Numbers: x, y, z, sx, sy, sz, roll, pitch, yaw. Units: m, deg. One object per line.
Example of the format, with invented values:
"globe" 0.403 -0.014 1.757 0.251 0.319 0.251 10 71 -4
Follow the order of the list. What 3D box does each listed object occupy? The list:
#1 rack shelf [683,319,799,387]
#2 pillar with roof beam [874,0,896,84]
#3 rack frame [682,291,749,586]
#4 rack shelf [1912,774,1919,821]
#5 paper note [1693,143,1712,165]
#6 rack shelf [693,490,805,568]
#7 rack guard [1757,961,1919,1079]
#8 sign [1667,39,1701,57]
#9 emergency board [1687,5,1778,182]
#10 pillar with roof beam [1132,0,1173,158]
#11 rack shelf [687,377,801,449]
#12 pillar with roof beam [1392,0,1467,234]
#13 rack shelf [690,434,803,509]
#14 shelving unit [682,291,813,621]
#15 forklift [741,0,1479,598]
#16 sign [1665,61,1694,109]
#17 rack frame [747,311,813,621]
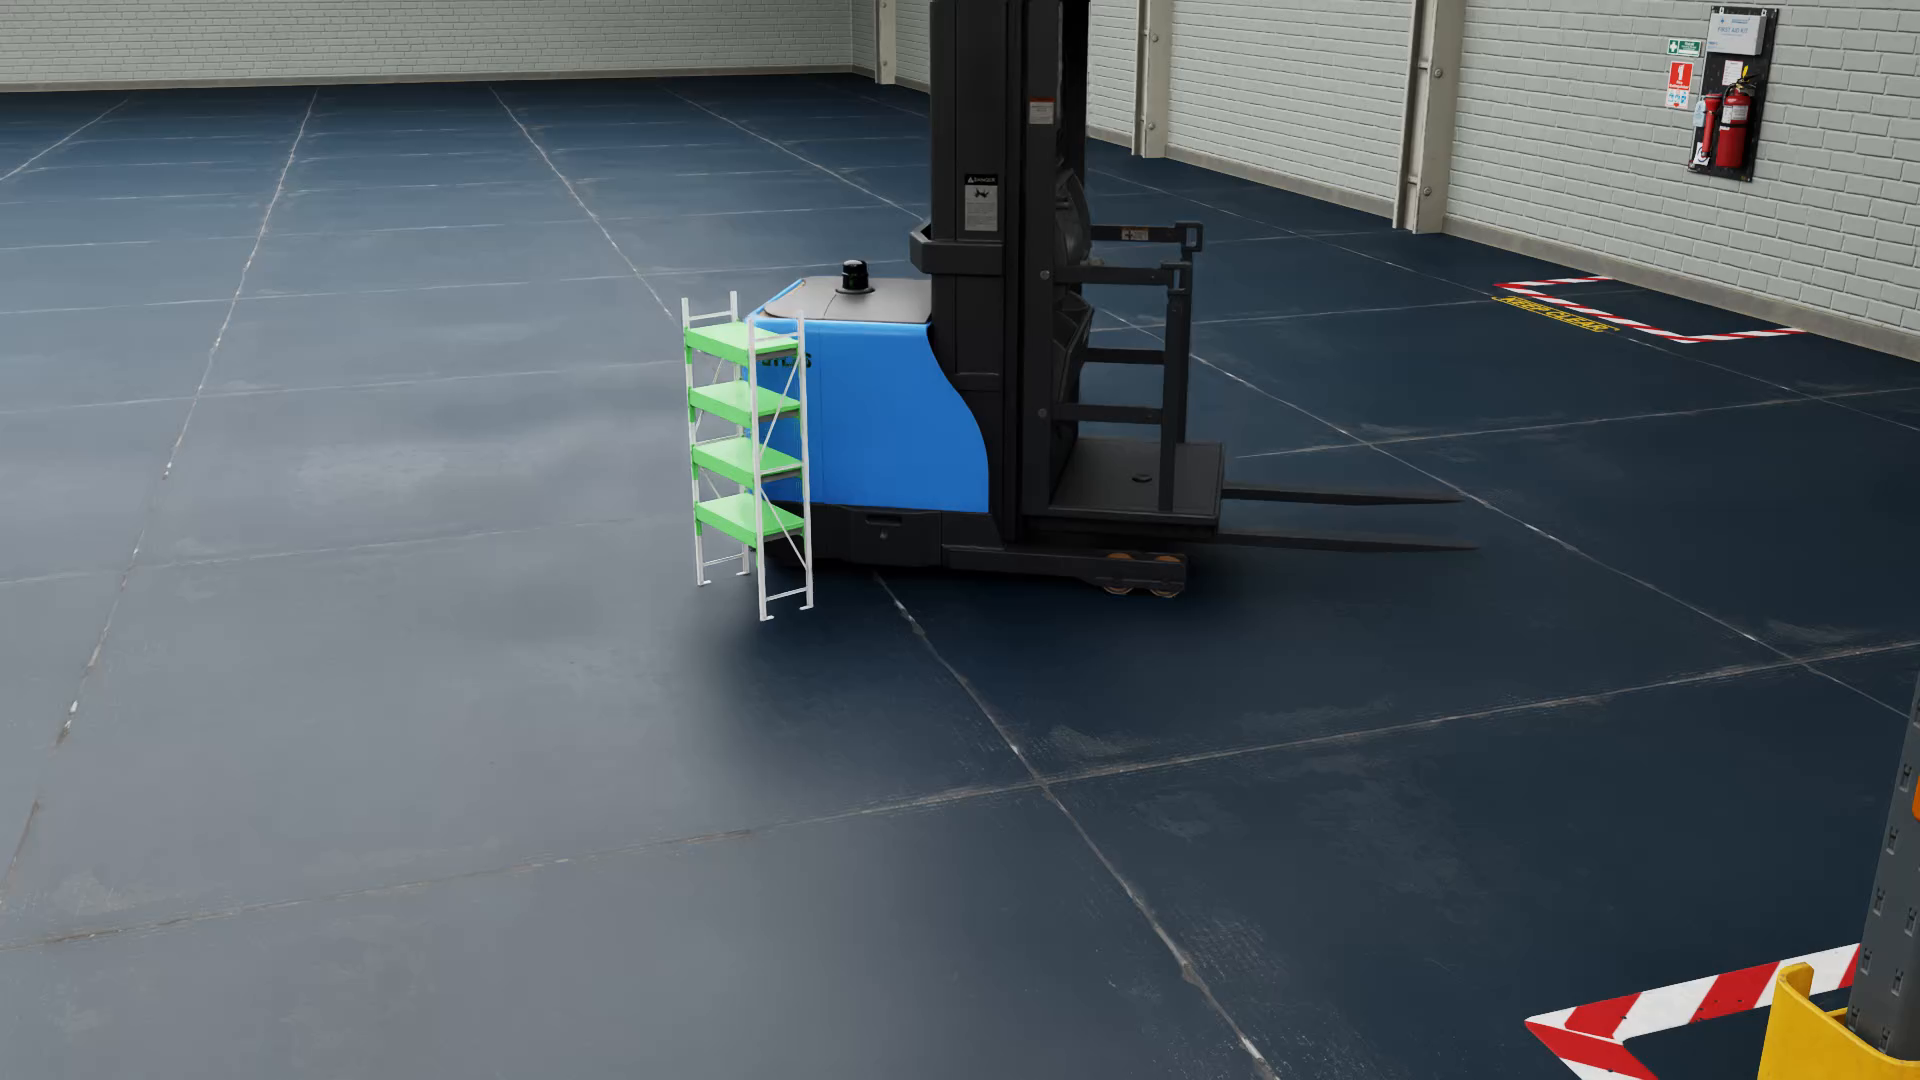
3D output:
"rack shelf" -0.838 -0.729 6.440 0.258 0.148 0.480 -15 25 -36
"pillar with roof beam" -5.492 -12.434 28.721 9.100 9.000 0.400 -6 21 -17
"rack frame" -0.989 -0.402 6.762 0.240 1.200 0.015 -15 25 -36
"rack shelf" 2.910 0.935 1.441 1.077 0.370 4.000 -6 21 -17
"paper note" 5.408 -2.813 12.113 0.016 0.148 0.142 -6 21 -17
"rack shelf" -0.838 -0.051 6.684 0.258 0.148 0.480 -15 25 -36
"rack guard" 2.274 1.123 3.551 1.175 0.500 0.348 -6 21 -17
"sign" 5.315 -3.615 12.208 0.001 0.109 0.331 -6 21 -17
"emergency board" 5.398 -3.163 11.786 0.194 1.169 0.643 -6 21 -17
"pillar with roof beam" -1.720 -8.583 18.000 9.100 9.000 0.400 -6 21 -17
"rack shelf" -0.838 -0.503 6.522 0.258 0.148 0.480 -15 25 -36
"pillar with roof beam" 0.166 -6.657 12.639 9.100 9.000 0.400 -6 21 -17
"rack shelf" -0.838 -0.277 6.603 0.258 0.148 0.480 -15 25 -36
"shelving unit" -0.838 -0.337 6.581 0.258 1.200 0.503 -15 25 -36
"forklift" 0.651 -1.340 6.811 3.031 2.935 1.130 3 20 10
"sign" 5.322 -3.368 12.304 0.001 0.329 0.234 -6 21 -17
"rack frame" -0.687 -0.273 6.401 0.240 1.200 0.015 -15 25 -36
